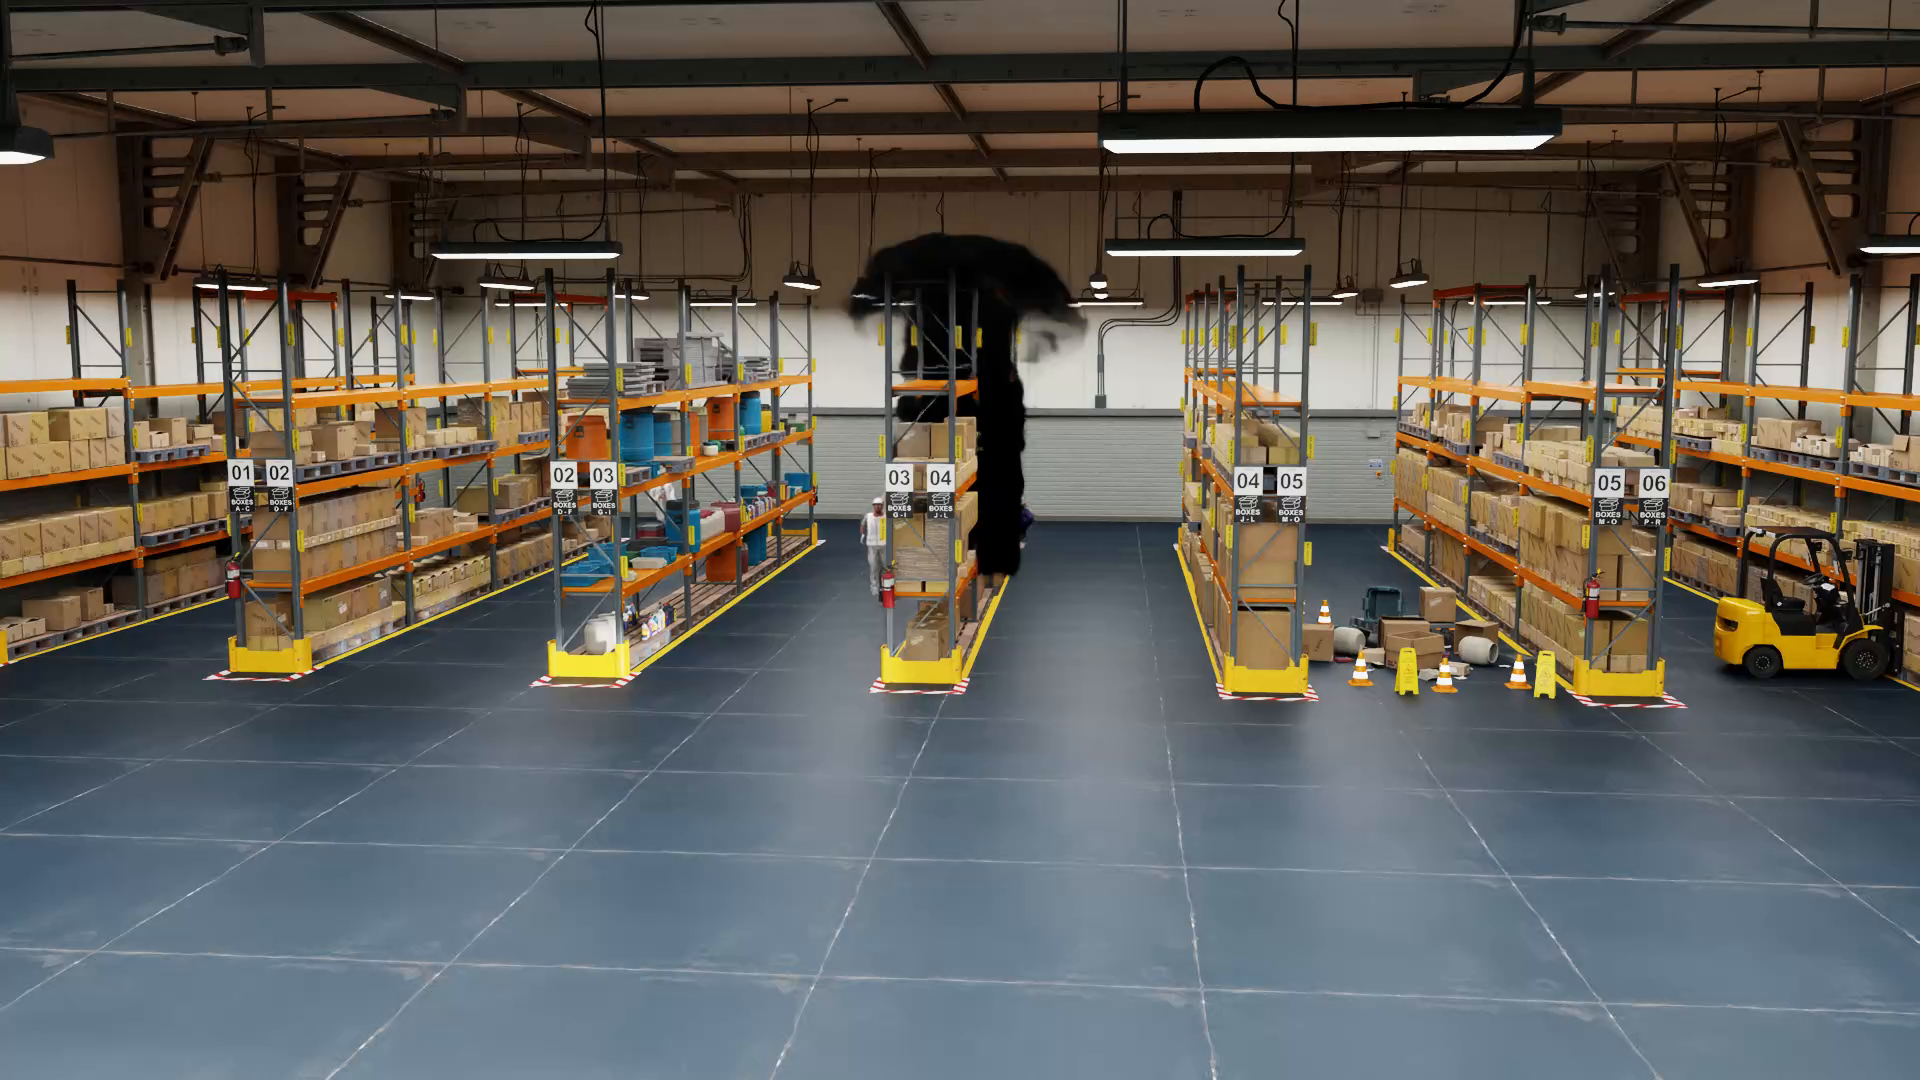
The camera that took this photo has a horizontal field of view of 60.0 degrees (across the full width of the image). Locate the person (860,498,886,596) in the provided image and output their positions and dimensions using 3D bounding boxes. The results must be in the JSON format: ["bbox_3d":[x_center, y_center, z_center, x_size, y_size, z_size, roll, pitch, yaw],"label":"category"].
[{"bbox_3d":[-1.508,0.122,30.595,0.696,1.793,0.873,0,7,1],"label":"person"}]

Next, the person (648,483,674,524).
[{"bbox_3d":[-7.214,-0.759,40.418,0.772,1.764,0.737,-2,7,-19],"label":"person"}]

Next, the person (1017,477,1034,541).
[{"bbox_3d":[1.481,-0.759,40.946,0.601,1.603,0.579,4,8,31],"label":"person"}]
